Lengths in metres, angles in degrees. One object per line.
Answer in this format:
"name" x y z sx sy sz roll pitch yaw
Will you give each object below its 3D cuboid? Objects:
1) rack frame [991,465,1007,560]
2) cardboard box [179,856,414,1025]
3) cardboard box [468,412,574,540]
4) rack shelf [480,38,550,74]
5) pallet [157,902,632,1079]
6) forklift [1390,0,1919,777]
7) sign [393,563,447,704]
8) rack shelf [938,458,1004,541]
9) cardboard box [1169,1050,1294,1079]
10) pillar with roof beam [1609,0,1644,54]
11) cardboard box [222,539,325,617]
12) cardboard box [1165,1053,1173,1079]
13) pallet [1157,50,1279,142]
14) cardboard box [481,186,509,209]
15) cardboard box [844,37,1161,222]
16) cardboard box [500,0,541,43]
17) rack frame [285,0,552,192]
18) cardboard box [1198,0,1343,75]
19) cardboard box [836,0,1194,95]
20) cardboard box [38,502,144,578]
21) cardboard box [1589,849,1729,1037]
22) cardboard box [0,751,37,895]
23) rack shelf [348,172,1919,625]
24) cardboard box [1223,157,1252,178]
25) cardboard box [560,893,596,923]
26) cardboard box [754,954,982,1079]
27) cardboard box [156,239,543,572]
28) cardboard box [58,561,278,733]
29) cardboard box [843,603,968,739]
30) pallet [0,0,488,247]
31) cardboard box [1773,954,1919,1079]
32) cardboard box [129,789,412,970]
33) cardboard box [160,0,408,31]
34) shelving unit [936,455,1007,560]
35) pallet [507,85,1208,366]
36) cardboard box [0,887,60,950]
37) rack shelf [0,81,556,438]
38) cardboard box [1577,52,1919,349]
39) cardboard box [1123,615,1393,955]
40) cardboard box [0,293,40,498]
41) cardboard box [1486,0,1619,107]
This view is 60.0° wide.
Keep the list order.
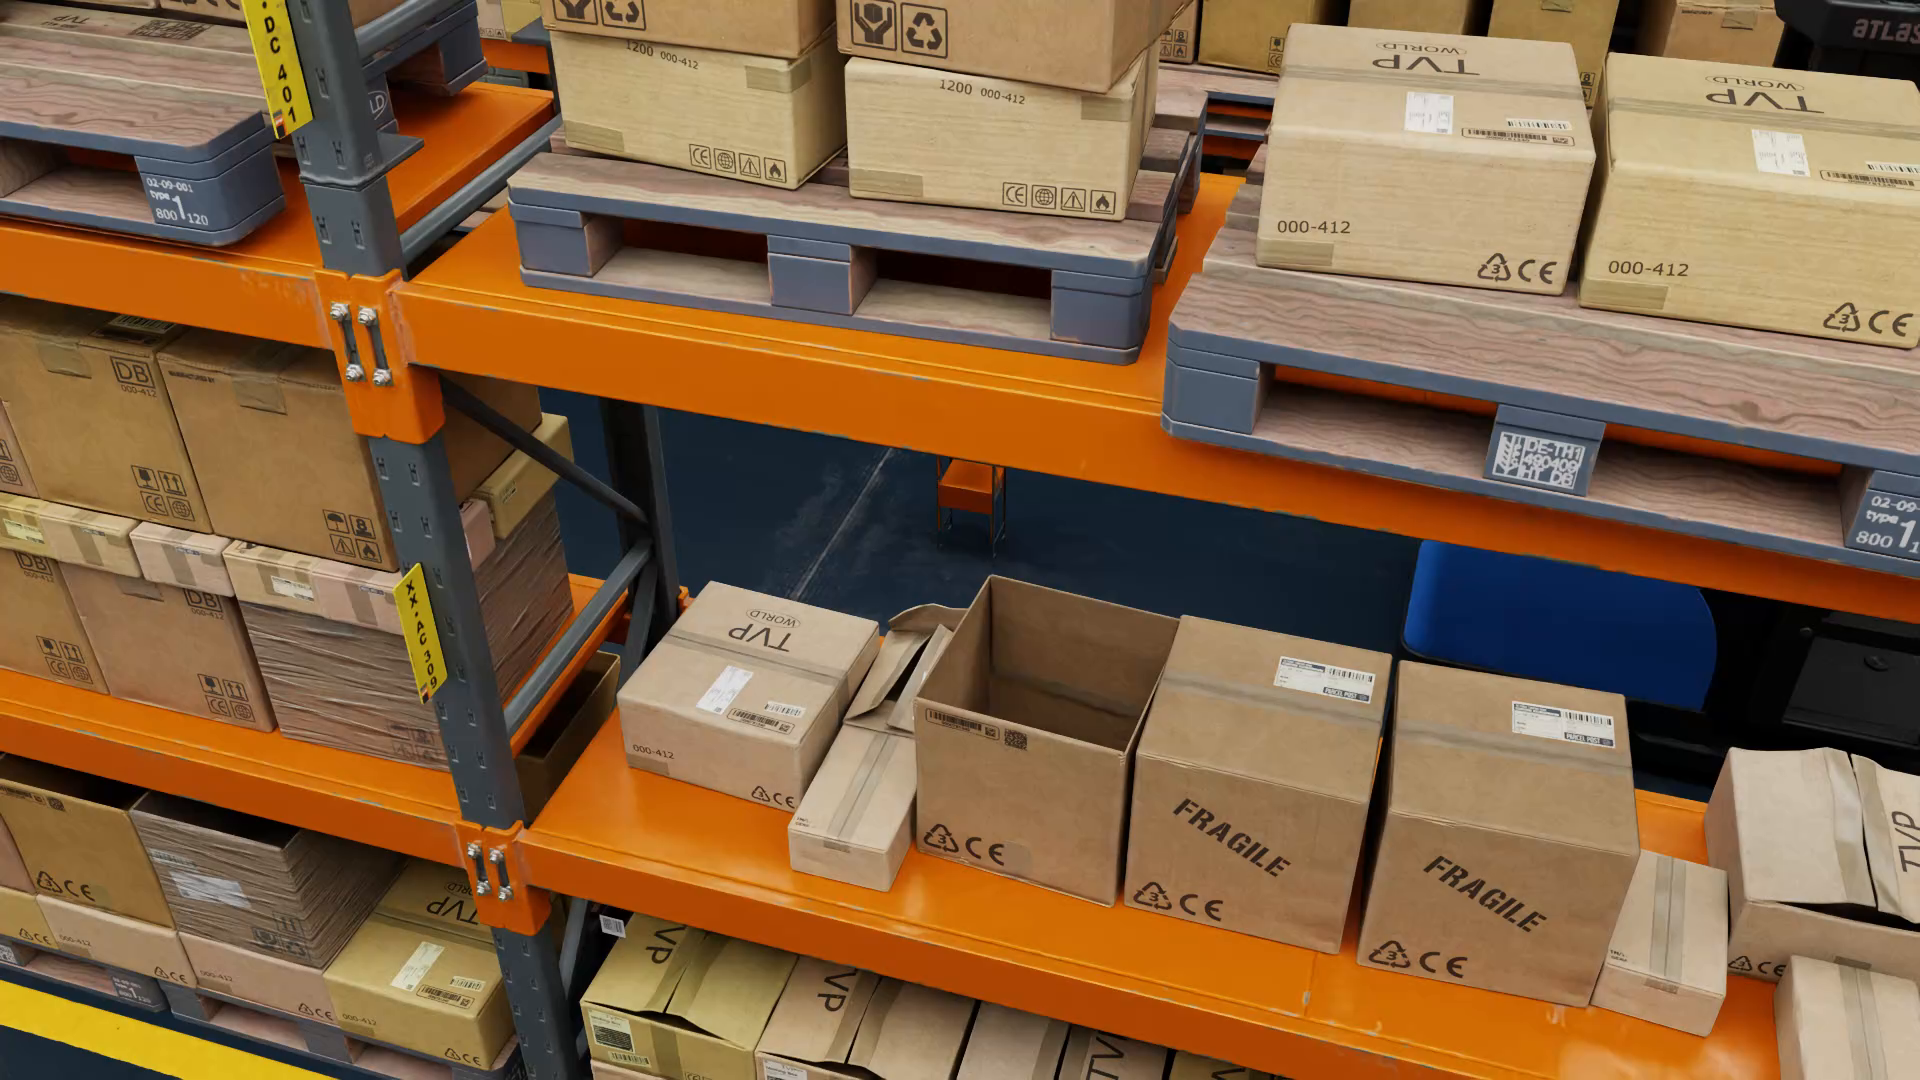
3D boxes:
"rack frame" 0.168 -0.392 6.897 0.008 1.050 0.200 10 38 14
"cardboard box" -1.998 1.160 5.109 0.500 0.250 0.500 10 38 14
"cardboard box" -1.215 -0.185 4.339 0.250 0.149 0.380 10 38 14
"rack shelf" -1.451 -2.593 8.850 4.000 0.370 1.077 10 38 14
"pallet" -1.762 1.232 5.397 1.213 0.211 1.003 10 38 14
"forklift" 3.221 -0.526 5.492 3.031 2.935 1.130 11 38 15
"sign" -1.180 0.208 3.640 0.005 0.325 0.100 10 38 14
"rack shelf" 0.051 -0.181 7.097 0.240 0.259 0.215 10 38 14
"cardboard box" 0.772 1.471 4.213 0.500 0.311 0.500 12 38 15
"pillar with roof beam" 2.009 -2.522 3.085 0.400 9.000 9.100 10 38 14
"cardboard box" -1.575 0.001 4.087 0.250 0.149 0.380 10 37 13
"cardboard box" 0.278 1.605 4.505 0.500 0.250 0.500 9 37 12
"pallet" 1.144 -2.235 7.918 1.213 0.211 1.003 10 38 14
"cardboard box" -2.727 -2.158 9.548 0.500 0.311 0.500 6 37 9
"cardboard box" 0.095 -0.833 3.093 0.500 0.250 0.500 7 37 9
"cardboard box" -2.005 -2.741 8.554 0.500 0.250 0.500 10 38 13
"rack frame" -1.016 -2.142 2.569 0.127 3.000 1.000 10 38 14
"cardboard box" 1.465 -2.535 7.708 0.500 0.500 0.700 14 39 19
"cardboard box" 0.112 -1.126 2.859 0.500 0.500 0.500 14 39 18
"cardboard box" -2.076 -0.090 4.210 0.250 0.149 0.380 10 38 14
"cardboard box" 1.568 0.888 3.724 0.250 0.149 0.380 13 38 17
"cardboard box" -2.957 0.690 5.114 0.500 0.500 0.500 10 38 14
"rack shelf" 0.893 -0.291 3.191 4.000 0.370 1.077 10 38 14
"cardboard box" 1.587 -1.806 8.278 0.500 0.250 0.500 10 37 13
"cardboard box" -1.368 0.959 5.383 0.500 0.250 0.500 10 38 14
"cardboard box" -0.219 1.292 4.457 0.500 0.311 0.500 10 38 13
"cardboard box" -1.441 -0.364 4.035 0.500 0.500 0.700 11 38 14
"cardboard box" -1.947 0.069 4.541 0.500 0.500 0.700 10 38 13
"cardboard box" -0.122 0.379 4.317 0.258 0.266 0.396 10 37 13
"pallet" -1.838 -1.035 3.670 1.213 0.211 1.003 10 38 14
"cardboard box" 1.861 1.079 3.465 0.250 0.149 0.380 10 38 14
"cardboard box" -1.997 0.857 4.888 0.500 0.500 0.500 10 38 14
"cardboard box" -1.418 -1.438 3.586 0.500 0.500 0.500 14 38 18
"shelving unit" 0.051 -0.413 6.926 0.252 1.050 0.215 10 38 14
"pallet" -0.170 -0.709 3.313 1.217 0.209 0.805 9 37 12
"cardboard box" -2.957 0.992 5.337 0.500 0.250 0.500 10 38 14
"rack shelf" -2.925 -0.998 4.152 4.000 0.370 1.077 10 38 14
"cardboard box" 1.304 -0.574 2.742 0.500 0.250 0.500 10 37 13
"cardboard box" 0.693 0.560 3.874 0.500 0.500 0.500 11 38 14
"cardboard box" -2.402 -0.541 4.276 0.500 0.500 0.700 10 38 14
"cardboard box" 2.628 -2.325 7.423 0.500 0.500 0.700 10 38 14
